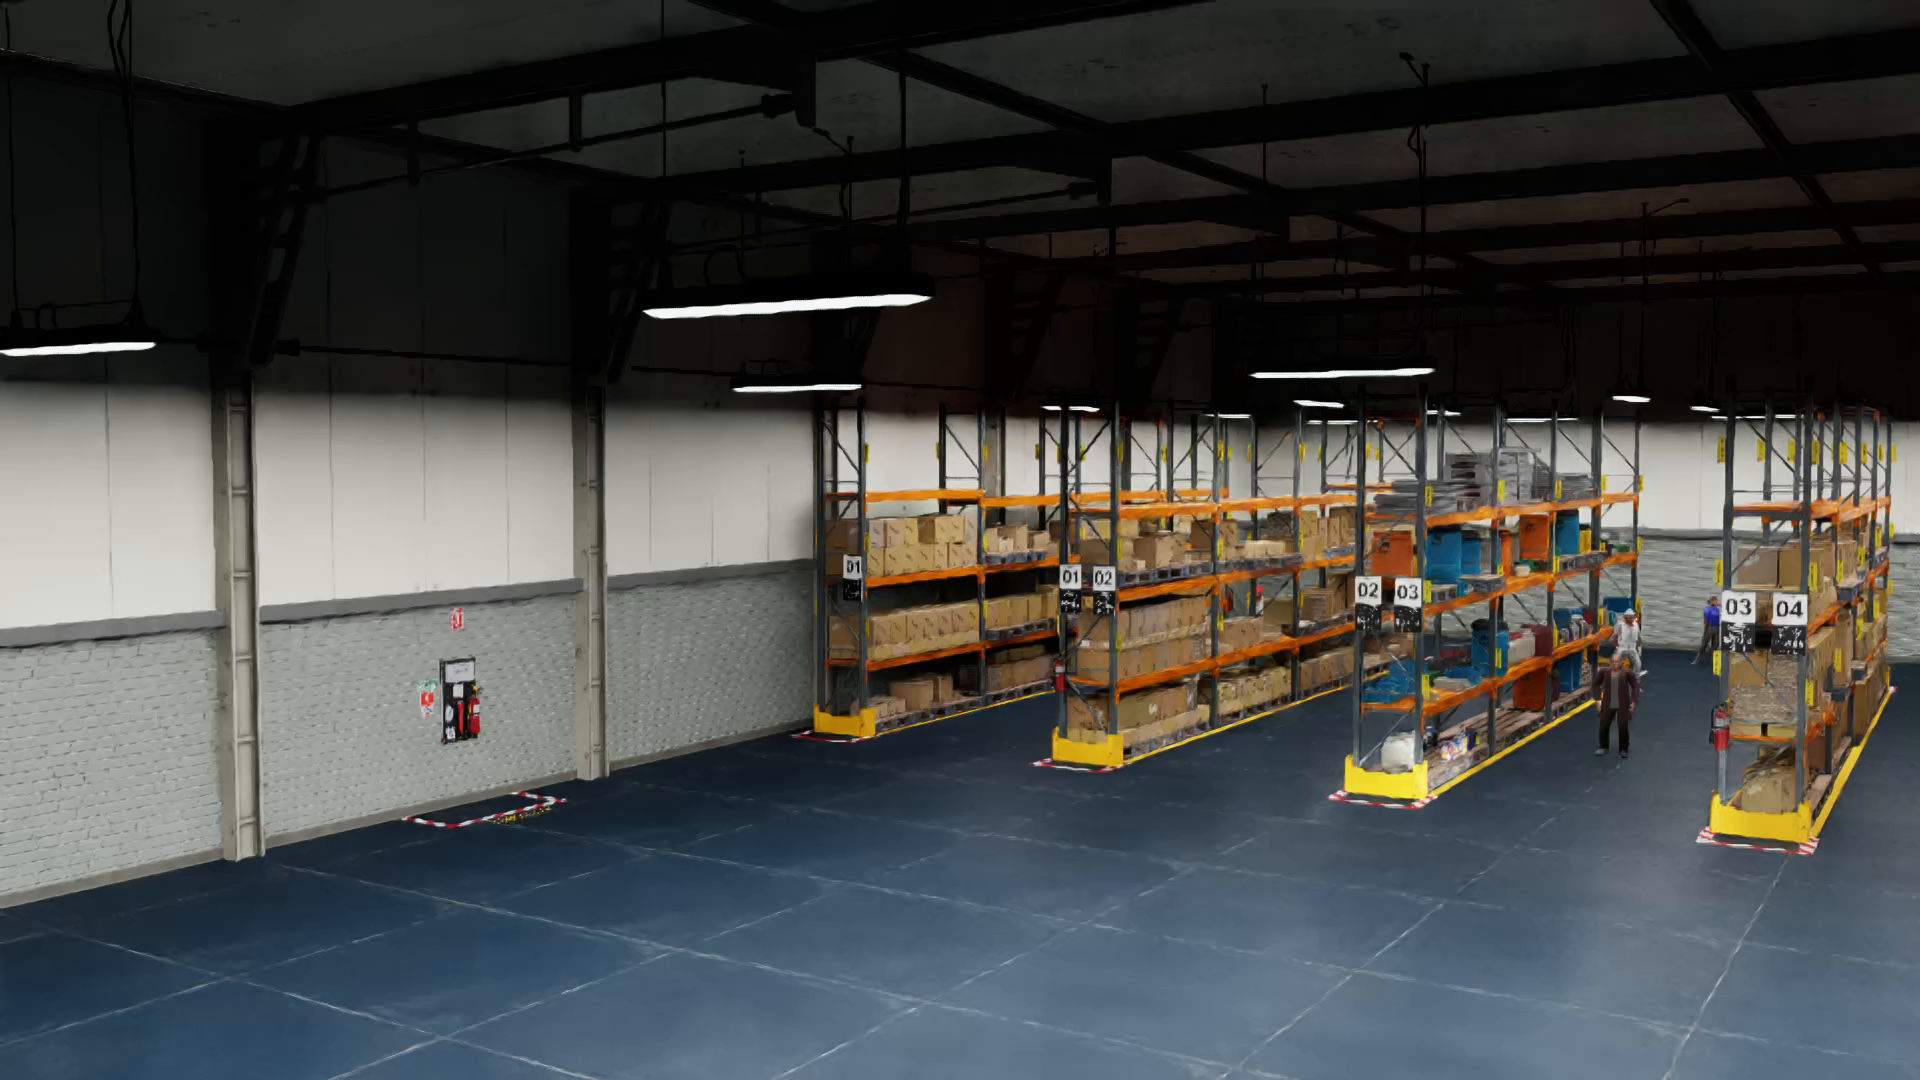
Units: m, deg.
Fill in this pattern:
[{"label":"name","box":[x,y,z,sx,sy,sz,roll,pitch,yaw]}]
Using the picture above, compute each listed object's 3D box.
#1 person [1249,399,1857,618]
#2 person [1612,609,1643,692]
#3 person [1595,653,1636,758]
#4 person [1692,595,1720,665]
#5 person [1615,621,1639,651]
[{"label":"person","box":[11.300,0.191,34.837,13.879,5.843,6.515,2,4,35]},{"label":"person","box":[13.959,2.298,34.774,0.680,1.748,0.623,0,3,-1]},{"label":"person","box":[10.774,2.706,27.328,0.688,1.733,0.546,2,3,31]},{"label":"person","box":[17.599,2.127,39.153,0.653,1.657,0.439,-1,3,-21]},{"label":"person","box":[16.683,2.863,24.968,2.273,1.668,20.859,-1,3,-20]}]
